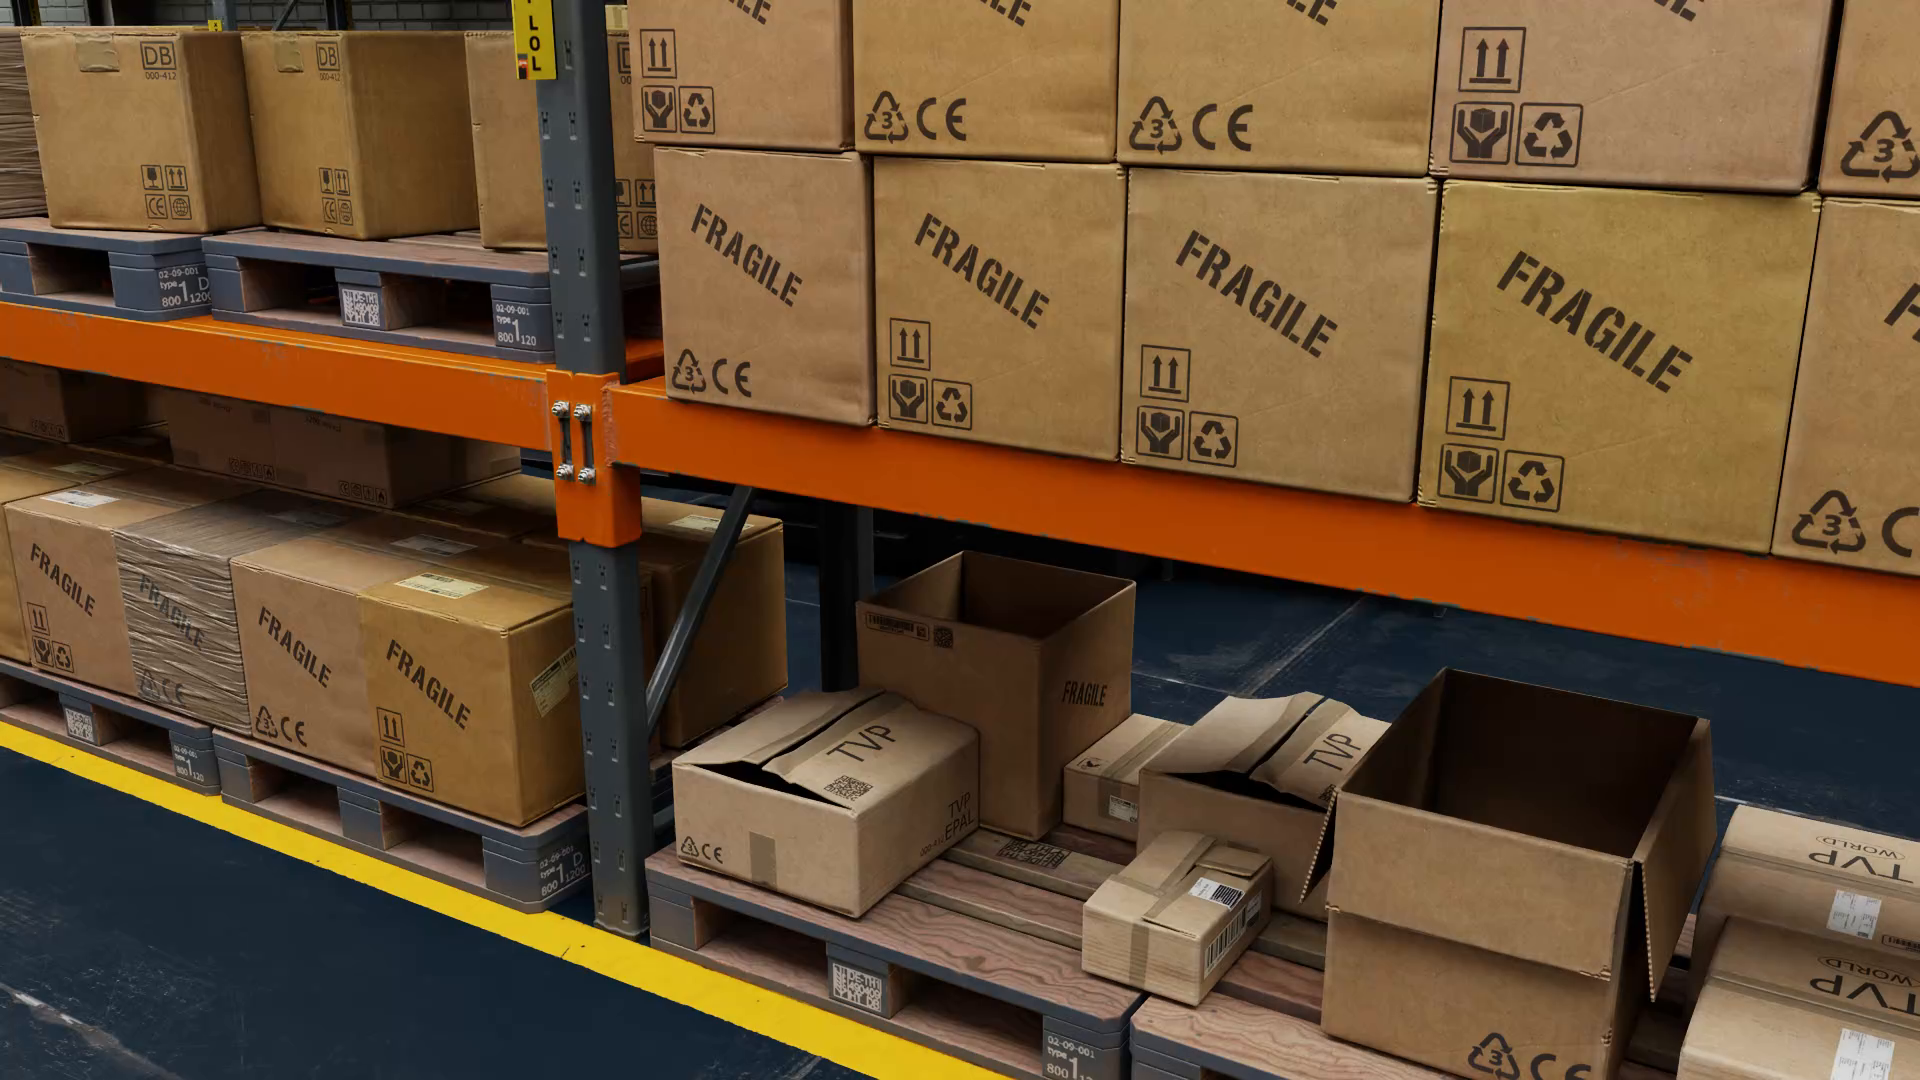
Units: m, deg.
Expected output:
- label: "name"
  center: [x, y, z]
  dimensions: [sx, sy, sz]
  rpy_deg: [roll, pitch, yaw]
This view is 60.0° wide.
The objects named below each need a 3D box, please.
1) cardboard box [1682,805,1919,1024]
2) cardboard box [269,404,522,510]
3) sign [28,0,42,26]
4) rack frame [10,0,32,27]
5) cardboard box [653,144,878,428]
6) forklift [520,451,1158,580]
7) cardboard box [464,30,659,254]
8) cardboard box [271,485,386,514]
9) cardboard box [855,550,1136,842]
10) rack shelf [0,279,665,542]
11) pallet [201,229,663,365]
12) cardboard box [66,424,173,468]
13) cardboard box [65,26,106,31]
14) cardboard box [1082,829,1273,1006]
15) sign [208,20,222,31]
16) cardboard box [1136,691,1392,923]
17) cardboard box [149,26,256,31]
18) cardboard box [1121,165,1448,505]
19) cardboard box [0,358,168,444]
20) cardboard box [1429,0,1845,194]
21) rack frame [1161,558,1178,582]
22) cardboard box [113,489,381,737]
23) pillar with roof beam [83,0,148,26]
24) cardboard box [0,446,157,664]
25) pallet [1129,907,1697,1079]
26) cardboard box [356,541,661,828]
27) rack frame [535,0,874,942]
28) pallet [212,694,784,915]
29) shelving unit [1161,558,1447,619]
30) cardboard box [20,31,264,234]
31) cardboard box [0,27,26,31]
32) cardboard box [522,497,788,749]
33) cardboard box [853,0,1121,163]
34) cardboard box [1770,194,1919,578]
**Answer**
- label: "cardboard box"
  center: [1.700, 0.766, 3.172]
  dimensions: [0.500, 0.250, 0.500]
  rpy_deg: [10, 20, 30]
- label: "cardboard box"
  center: [-1.678, -0.302, 4.967]
  dimensions: [0.500, 0.250, 0.500]
  rpy_deg: [10, 20, 30]
- label: "sign"
  center: [-7.870, -4.535, 14.113]
  dimensions: [0.005, 0.325, 0.100]
  rpy_deg: [10, 20, 30]
- label: "rack frame"
  center: [-8.178, -3.695, 13.884]
  dimensions: [0.127, 3.000, 1.000]
  rpy_deg: [10, 20, 30]
- label: "cardboard box"
  center: [-0.250, -0.545, 3.343]
  dimensions: [0.500, 0.500, 0.500]
  rpy_deg: [11, 20, 31]
- label: "forklift"
  center: [-0.572, -1.477, 6.700]
  dimensions: [3.031, 2.935, 1.130]
  rpy_deg: [7, 18, 23]
- label: "cardboard box"
  center: [-0.828, -1.018, 4.179]
  dimensions: [0.500, 0.500, 0.700]
  rpy_deg: [4, 17, 12]
- label: "cardboard box"
  center: [-1.708, 0.053, 5.089]
  dimensions: [0.500, 0.500, 0.500]
  rpy_deg: [10, 20, 31]
- label: "cardboard box"
  center: [0.092, 0.360, 4.080]
  dimensions: [0.500, 0.500, 0.500]
  rpy_deg: [10, 20, 30]
- label: "rack shelf"
  center: [-2.246, -0.602, 4.941]
  dimensions: [4.000, 0.370, 1.077]
  rpy_deg: [10, 20, 30]
- label: "pallet"
  center: [-1.165, -0.699, 4.352]
  dimensions: [1.213, 0.211, 1.003]
  rpy_deg: [10, 20, 30]
- label: "cardboard box"
  center: [-2.589, -0.102, 5.601]
  dimensions: [0.500, 0.500, 0.500]
  rpy_deg: [9, 19, 28]
- label: "cardboard box"
  center: [-6.186, -3.532, 12.282]
  dimensions: [0.500, 0.500, 0.500]
  rpy_deg: [9, 19, 28]
- label: "cardboard box"
  center: [0.445, 0.749, 3.371]
  dimensions: [0.250, 0.166, 0.380]
  rpy_deg: [10, 20, 30]
- label: "sign"
  center: [-5.047, -3.365, 11.309]
  dimensions: [0.005, 0.325, 0.100]
  rpy_deg: [10, 20, 30]
- label: "cardboard box"
  center: [0.732, 0.564, 3.732]
  dimensions: [0.500, 0.311, 0.500]
  rpy_deg: [10, 20, 30]
- label: "cardboard box"
  center: [-5.334, -3.378, 11.776]
  dimensions: [0.500, 0.500, 0.500]
  rpy_deg: [10, 20, 30]
- label: "cardboard box"
  center: [0.613, -0.391, 2.836]
  dimensions: [0.500, 0.500, 0.500]
  rpy_deg: [10, 20, 30]
- label: "cardboard box"
  center: [-2.980, -0.532, 5.726]
  dimensions: [0.500, 0.250, 0.500]
  rpy_deg: [11, 20, 32]
- label: "cardboard box"
  center: [1.031, -0.792, 2.436]
  dimensions: [0.500, 0.500, 0.500]
  rpy_deg: [11, 20, 32]
- label: "rack frame"
  center: [0.887, -0.445, 6.412]
  dimensions: [0.032, 1.125, 0.500]
  rpy_deg: [7, 18, 23]
- label: "cardboard box"
  center: [-1.956, 0.186, 4.653]
  dimensions: [0.500, 0.500, 0.500]
  rpy_deg: [10, 20, 31]
- label: "pillar with roof beam"
  center: [-9.382, -5.607, 9.857]
  dimensions: [0.400, 9.000, 9.100]
  rpy_deg: [10, 20, 30]
- label: "cardboard box"
  center: [-2.838, 0.031, 5.163]
  dimensions: [0.500, 0.500, 0.500]
  rpy_deg: [10, 19, 29]
- label: "pallet"
  center: [1.087, 0.982, 3.285]
  dimensions: [1.213, 0.211, 1.003]
  rpy_deg: [10, 20, 30]
- label: "cardboard box"
  center: [-1.112, 0.339, 4.147]
  dimensions: [0.500, 0.500, 0.500]
  rpy_deg: [10, 20, 30]
- label: "rack frame"
  center: [-0.542, -0.642, 3.835]
  dimensions: [0.127, 3.000, 1.000]
  rpy_deg: [10, 20, 30]
- label: "pallet"
  center: [-1.254, 0.578, 4.616]
  dimensions: [1.213, 0.211, 1.003]
  rpy_deg: [10, 20, 30]
- label: "shelving unit"
  center: [1.351, -0.385, 6.213]
  dimensions: [1.048, 1.125, 0.538]
  rpy_deg: [7, 18, 23]
- label: "cardboard box"
  center: [-2.079, -1.144, 4.593]
  dimensions: [0.500, 0.500, 0.700]
  rpy_deg: [5, 18, 16]
- label: "cardboard box"
  center: [-7.075, -3.687, 12.791]
  dimensions: [0.500, 0.500, 0.500]
  rpy_deg: [9, 19, 28]
- label: "cardboard box"
  center: [-0.826, 0.209, 4.575]
  dimensions: [0.500, 0.500, 0.500]
  rpy_deg: [9, 19, 28]
- label: "cardboard box"
  center: [0.153, -0.949, 2.951]
  dimensions: [0.500, 0.500, 0.500]
  rpy_deg: [9, 19, 28]
- label: "cardboard box"
  center: [1.477, -0.238, 2.331]
  dimensions: [0.500, 0.500, 0.500]
  rpy_deg: [10, 20, 30]
